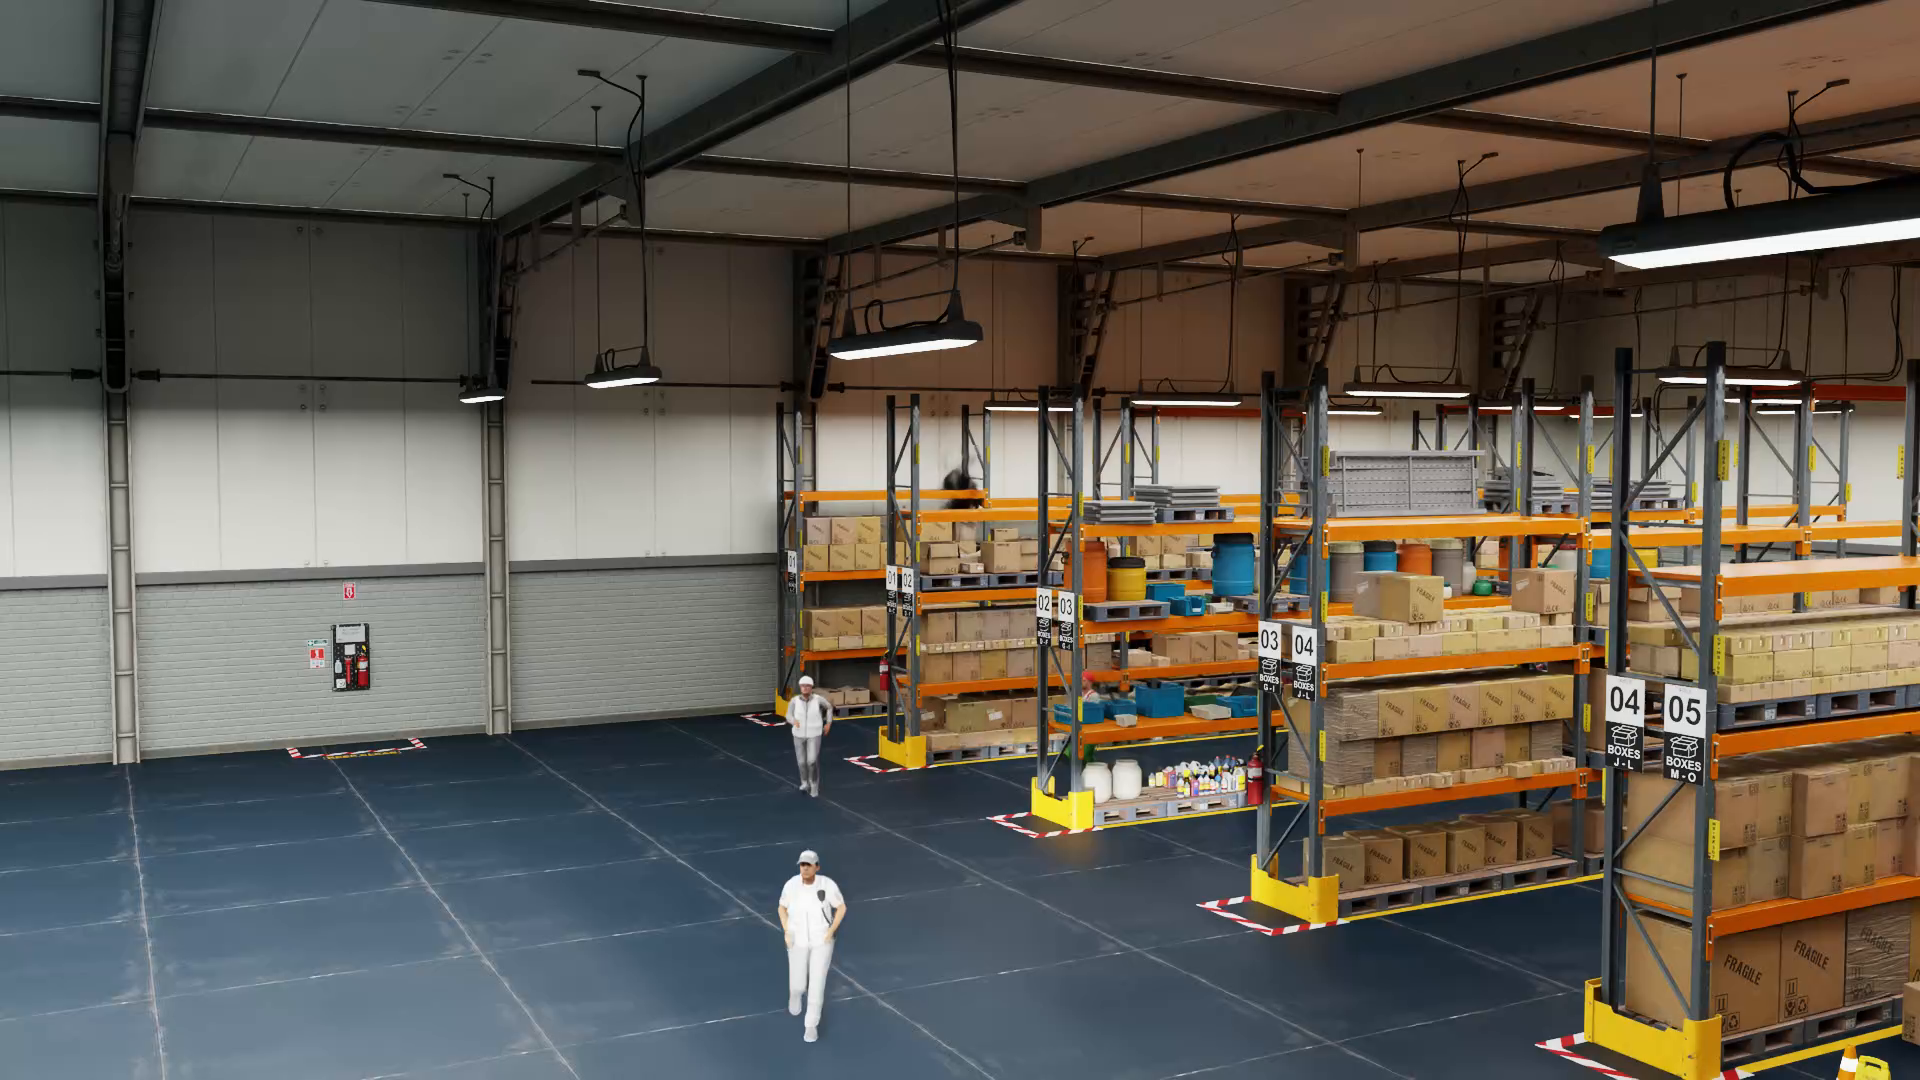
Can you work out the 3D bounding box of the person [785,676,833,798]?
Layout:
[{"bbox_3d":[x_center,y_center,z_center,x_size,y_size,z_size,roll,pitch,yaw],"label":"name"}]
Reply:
[{"bbox_3d":[-2.241,2.913,24.523,0.672,1.832,0.731,0,3,4],"label":"person"}]

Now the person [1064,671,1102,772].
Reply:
[{"bbox_3d":[1.843,2.851,25.061,0.650,1.742,0.646,-2,4,-37],"label":"person"}]

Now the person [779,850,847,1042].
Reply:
[{"bbox_3d":[-1.299,3.531,14.651,0.603,1.644,0.603,0,3,0],"label":"person"}]
